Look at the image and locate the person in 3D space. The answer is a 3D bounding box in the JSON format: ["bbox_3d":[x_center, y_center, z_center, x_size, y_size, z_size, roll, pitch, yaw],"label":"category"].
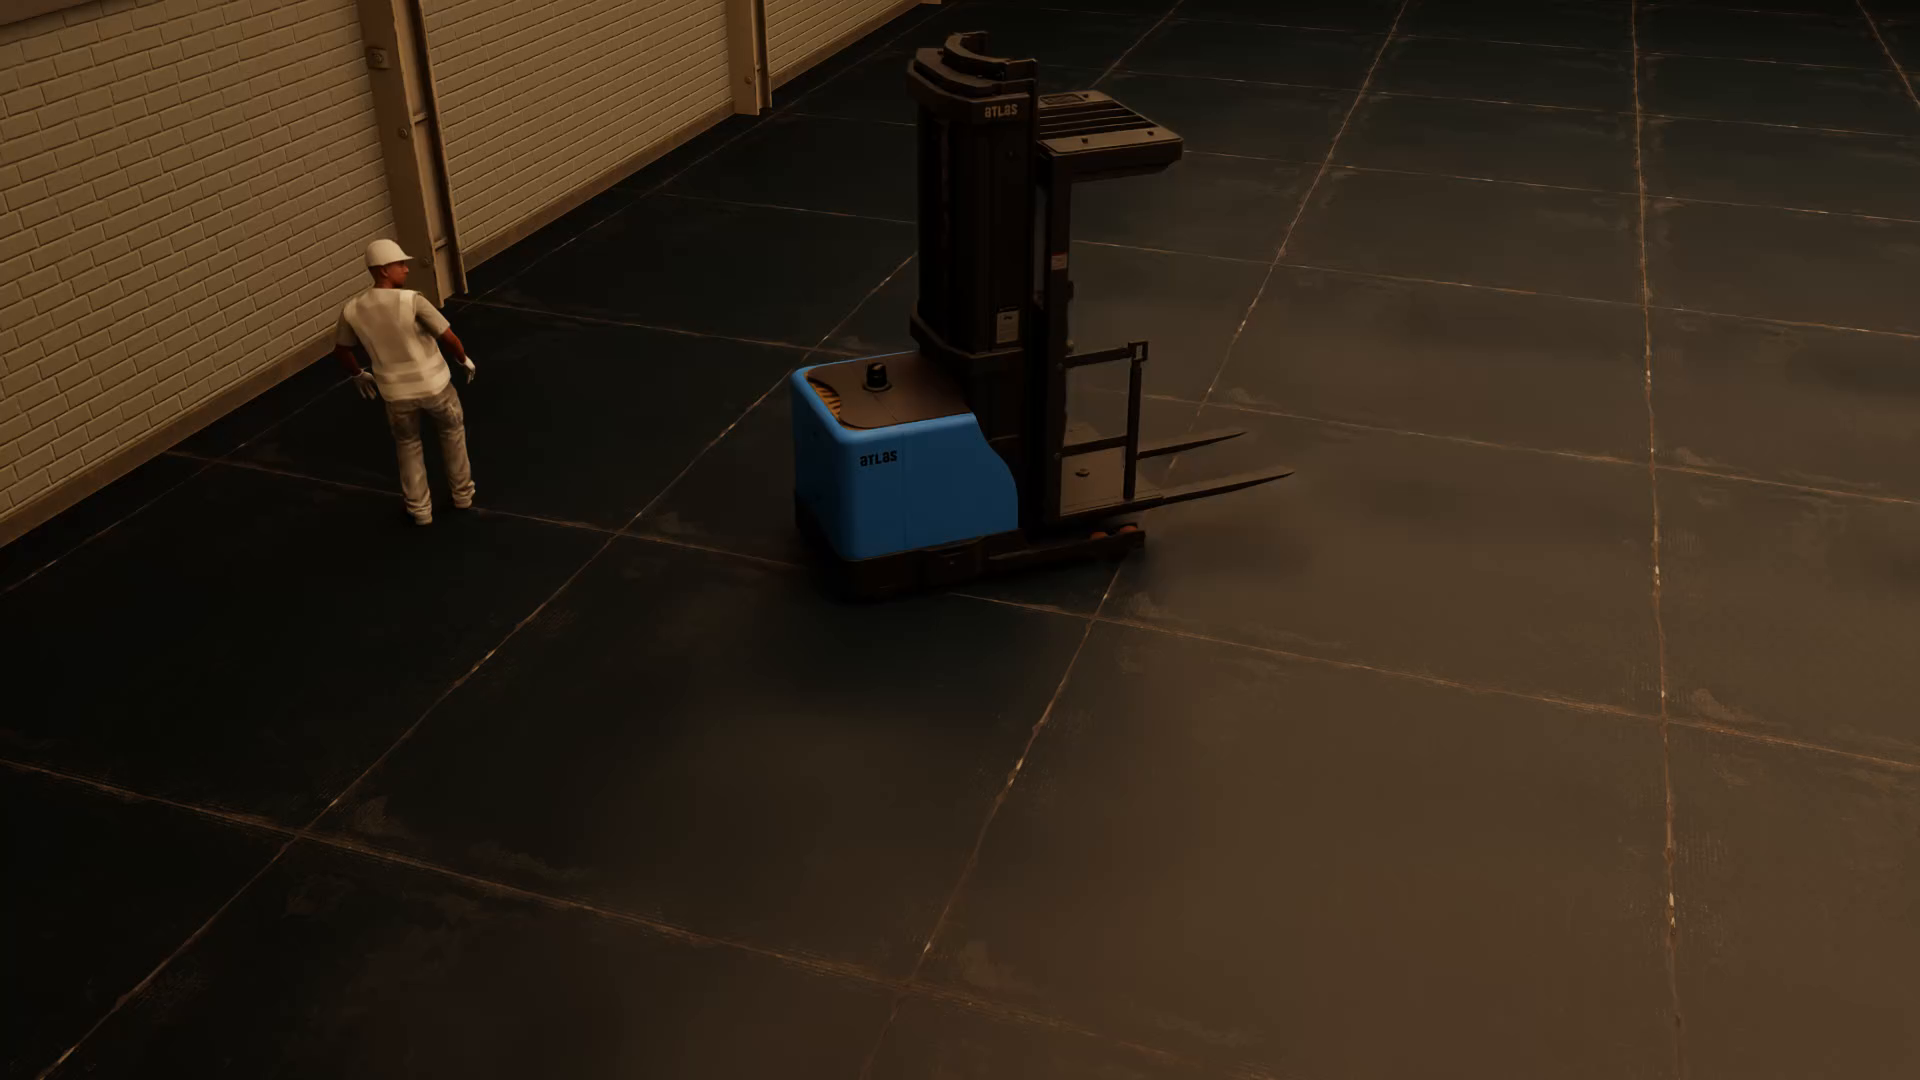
[{"bbox_3d":[-3.307,-0.962,10.017,0.770,1.752,0.513,-2,30,-4],"label":"person"}]

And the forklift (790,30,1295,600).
[{"bbox_3d":[0.567,-1.386,9.569,3.031,2.935,1.130,-11,32,-19],"label":"forklift"}]
